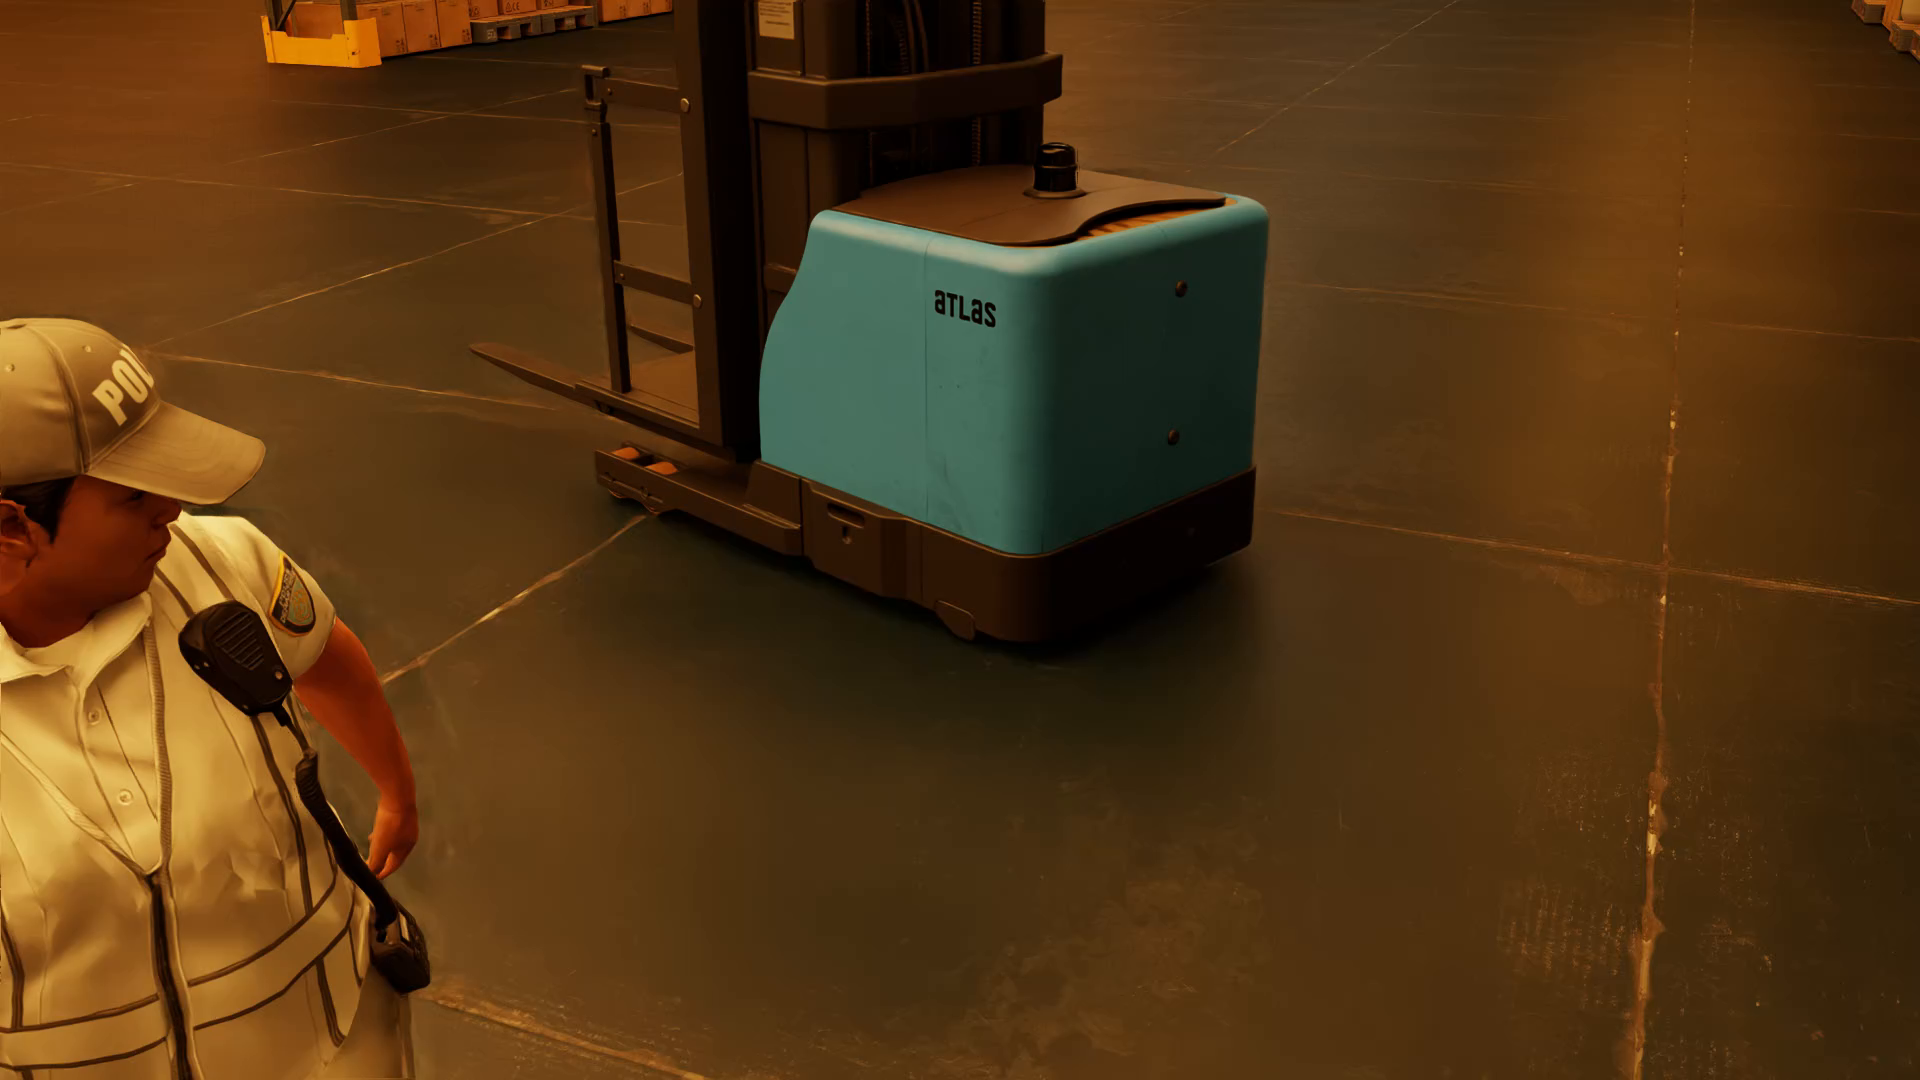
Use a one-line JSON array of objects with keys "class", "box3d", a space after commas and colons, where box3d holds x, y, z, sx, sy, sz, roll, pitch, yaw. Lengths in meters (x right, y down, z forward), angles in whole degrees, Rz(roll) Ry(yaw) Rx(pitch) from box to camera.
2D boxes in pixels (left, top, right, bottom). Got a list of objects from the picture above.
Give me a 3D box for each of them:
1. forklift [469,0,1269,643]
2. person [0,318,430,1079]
[{"class": "forklift", "box3d": [-0.541, -1.558, 5.021, 3.031, 2.935, 1.130, 21, 30, 40]}, {"class": "person", "box3d": [-0.818, 0.571, 1.734, 0.569, 1.665, 0.736, -9, 24, -21]}]
